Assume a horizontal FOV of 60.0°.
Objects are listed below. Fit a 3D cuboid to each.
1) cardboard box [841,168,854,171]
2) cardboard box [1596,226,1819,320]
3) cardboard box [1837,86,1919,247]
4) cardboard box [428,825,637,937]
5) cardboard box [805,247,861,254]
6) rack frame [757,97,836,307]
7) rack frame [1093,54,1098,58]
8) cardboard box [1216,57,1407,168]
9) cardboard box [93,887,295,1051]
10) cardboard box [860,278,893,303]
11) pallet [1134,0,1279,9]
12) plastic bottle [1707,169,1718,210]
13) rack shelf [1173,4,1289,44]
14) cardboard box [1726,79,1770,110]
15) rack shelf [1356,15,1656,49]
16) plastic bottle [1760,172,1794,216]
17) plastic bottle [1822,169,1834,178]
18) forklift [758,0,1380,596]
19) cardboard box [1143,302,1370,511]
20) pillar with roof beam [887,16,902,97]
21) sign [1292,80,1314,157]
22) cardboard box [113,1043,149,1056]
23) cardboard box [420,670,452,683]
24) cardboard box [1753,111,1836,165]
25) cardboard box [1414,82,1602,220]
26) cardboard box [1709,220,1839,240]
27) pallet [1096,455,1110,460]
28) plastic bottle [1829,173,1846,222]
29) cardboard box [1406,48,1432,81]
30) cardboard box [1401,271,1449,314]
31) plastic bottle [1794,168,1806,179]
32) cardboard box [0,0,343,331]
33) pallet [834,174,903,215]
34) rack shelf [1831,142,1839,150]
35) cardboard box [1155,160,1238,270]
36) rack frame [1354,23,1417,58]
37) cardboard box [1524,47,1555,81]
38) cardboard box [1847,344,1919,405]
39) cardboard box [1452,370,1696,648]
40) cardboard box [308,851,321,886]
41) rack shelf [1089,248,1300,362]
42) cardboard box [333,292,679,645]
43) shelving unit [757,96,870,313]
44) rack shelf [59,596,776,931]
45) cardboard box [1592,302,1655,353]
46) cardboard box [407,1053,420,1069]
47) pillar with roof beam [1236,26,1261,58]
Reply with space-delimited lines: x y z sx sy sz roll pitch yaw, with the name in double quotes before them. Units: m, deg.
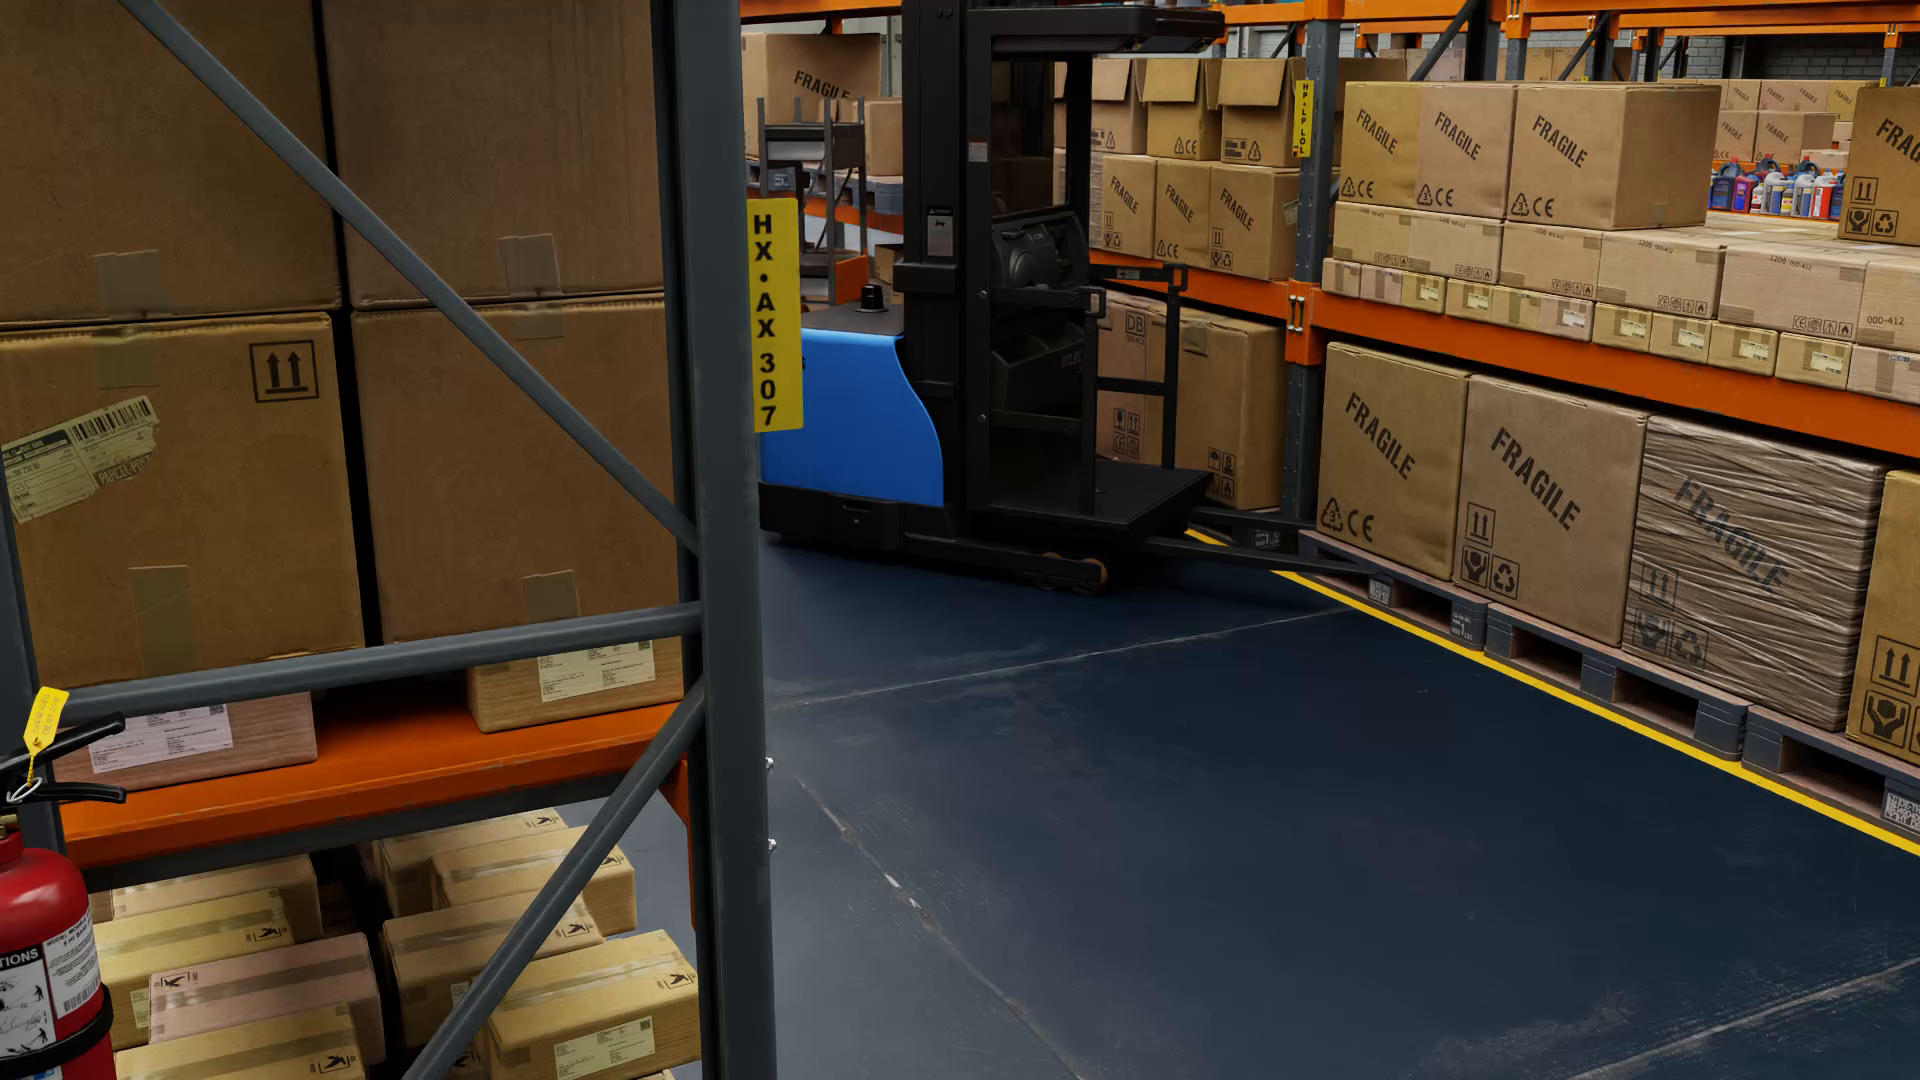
"cardboard box" -0.734 -2.907 12.423 0.396 0.266 0.258 -8 18 -26
"cardboard box" 2.617 -0.944 5.836 0.500 0.250 0.500 -8 18 -25
"cardboard box" 3.325 -1.239 5.505 0.500 0.500 0.500 -8 18 -26
"cardboard box" -0.907 0.749 3.530 0.380 0.149 0.250 -8 18 -25
"cardboard box" -1.263 -2.235 14.336 0.700 0.500 0.500 -9 18 -29
"rack frame" -0.844 -1.249 8.778 0.400 2.100 0.015 4 16 17
"rack frame" 1.187 -4.971 20.134 1.000 3.000 0.127 -8 18 -25
"cardboard box" 1.705 -2.084 8.076 0.797 0.503 0.637 -8 18 -26
"cardboard box" -1.505 0.833 3.237 0.380 0.149 0.250 -8 18 -26
"cardboard box" -0.327 -1.698 12.464 0.700 0.500 0.500 -9 18 -29
"pallet" 2.535 -5.497 16.872 1.213 0.211 1.003 -8 18 -25
"plastic bottle" 5.198 -2.437 11.530 0.152 0.276 0.135 -8 18 -25
"rack shelf" 2.063 -5.571 18.091 1.077 0.370 4.000 -8 18 -25
"cardboard box" 10.697 -5.932 22.360 0.500 0.500 0.500 -7 17 -23
"rack shelf" 6.518 -6.168 20.174 1.077 0.370 4.000 -8 18 -25
"plastic bottle" 5.439 -2.301 11.055 0.152 0.276 0.135 -8 18 -25
"plastic bottle" 6.008 -2.437 11.540 0.097 0.271 0.097 0 16 0
"forklift" 0.556 -1.328 7.565 3.031 2.935 1.130 8 18 27
"cardboard box" 1.693 -0.733 8.459 1.225 0.875 0.875 -8 18 -25
"pillar with roof beam" -5.836 -15.901 47.346 9.100 9.000 0.400 -8 18 -25
"sign" 1.508 -1.847 7.294 0.100 0.325 0.005 -8 18 -25
"cardboard box" -1.476 0.970 3.300 0.380 0.149 0.250 -8 18 -27
"cardboard box" -0.755 0.112 2.877 0.380 0.149 0.250 -7 17 -23
"cardboard box" 8.396 -4.047 16.733 0.500 0.500 0.500 -9 18 -28
"cardboard box" 2.181 -1.555 6.605 0.500 0.500 0.500 -8 18 -25
"cardboard box" 3.093 -1.009 6.062 0.500 0.250 0.500 -8 18 -26
"pallet" 1.048 -0.541 9.755 1.003 0.211 1.213 -8 18 -25
"plastic bottle" 5.666 -2.206 10.588 0.144 0.351 0.185 -8 18 -25
"cardboard box" 6.093 -5.980 21.117 0.700 0.500 0.500 -8 18 -26
"cardboard box" 2.053 -1.032 6.864 0.380 0.149 0.250 -7 17 -23
"plastic bottle" 5.835 -2.444 11.563 0.097 0.271 0.097 0 16 0
"cardboard box" -1.183 -0.586 2.320 0.500 0.500 0.500 -8 18 -26
"pallet" -0.169 -2.460 11.733 1.213 0.211 1.003 -8 18 -25
"rack shelf" 10.969 -5.326 22.677 1.077 0.370 4.000 -8 18 -25
"cardboard box" 1.331 -1.651 8.385 0.500 0.500 0.500 -7 17 -23
"rack frame" 5.641 -5.568 22.216 1.000 3.000 0.127 -8 18 -25
"cardboard box" 6.971 -5.483 19.384 0.700 0.500 0.500 -8 18 -25
"cardboard box" 2.959 -0.521 5.085 0.380 0.149 0.250 -7 18 -24
"cardboard box" 2.603 -0.181 6.533 0.875 0.875 0.875 -8 18 -25
"cardboard box" -1.852 0.848 4.265 0.380 0.149 0.250 -7 17 -23
"rack shelf" 1.116 -1.547 9.507 1.077 0.370 4.000 -8 18 -25
"cardboard box" -0.707 -0.166 2.671 0.500 0.500 0.500 -7 17 -22
"shelving unit" -0.772 -1.312 9.002 0.431 2.100 0.503 4 16 17
"rack shelf" -1.635 0.019 4.049 1.077 0.370 4.000 -8 18 -25
"cardboard box" 2.507 -0.776 5.972 0.380 0.149 0.250 -8 18 -26
"cardboard box" -0.889 1.114 3.336 0.380 0.149 0.250 -8 18 -25
"pillar with roof beam" 2.050 -11.438 31.793 9.100 9.000 0.400 -8 18 -25
